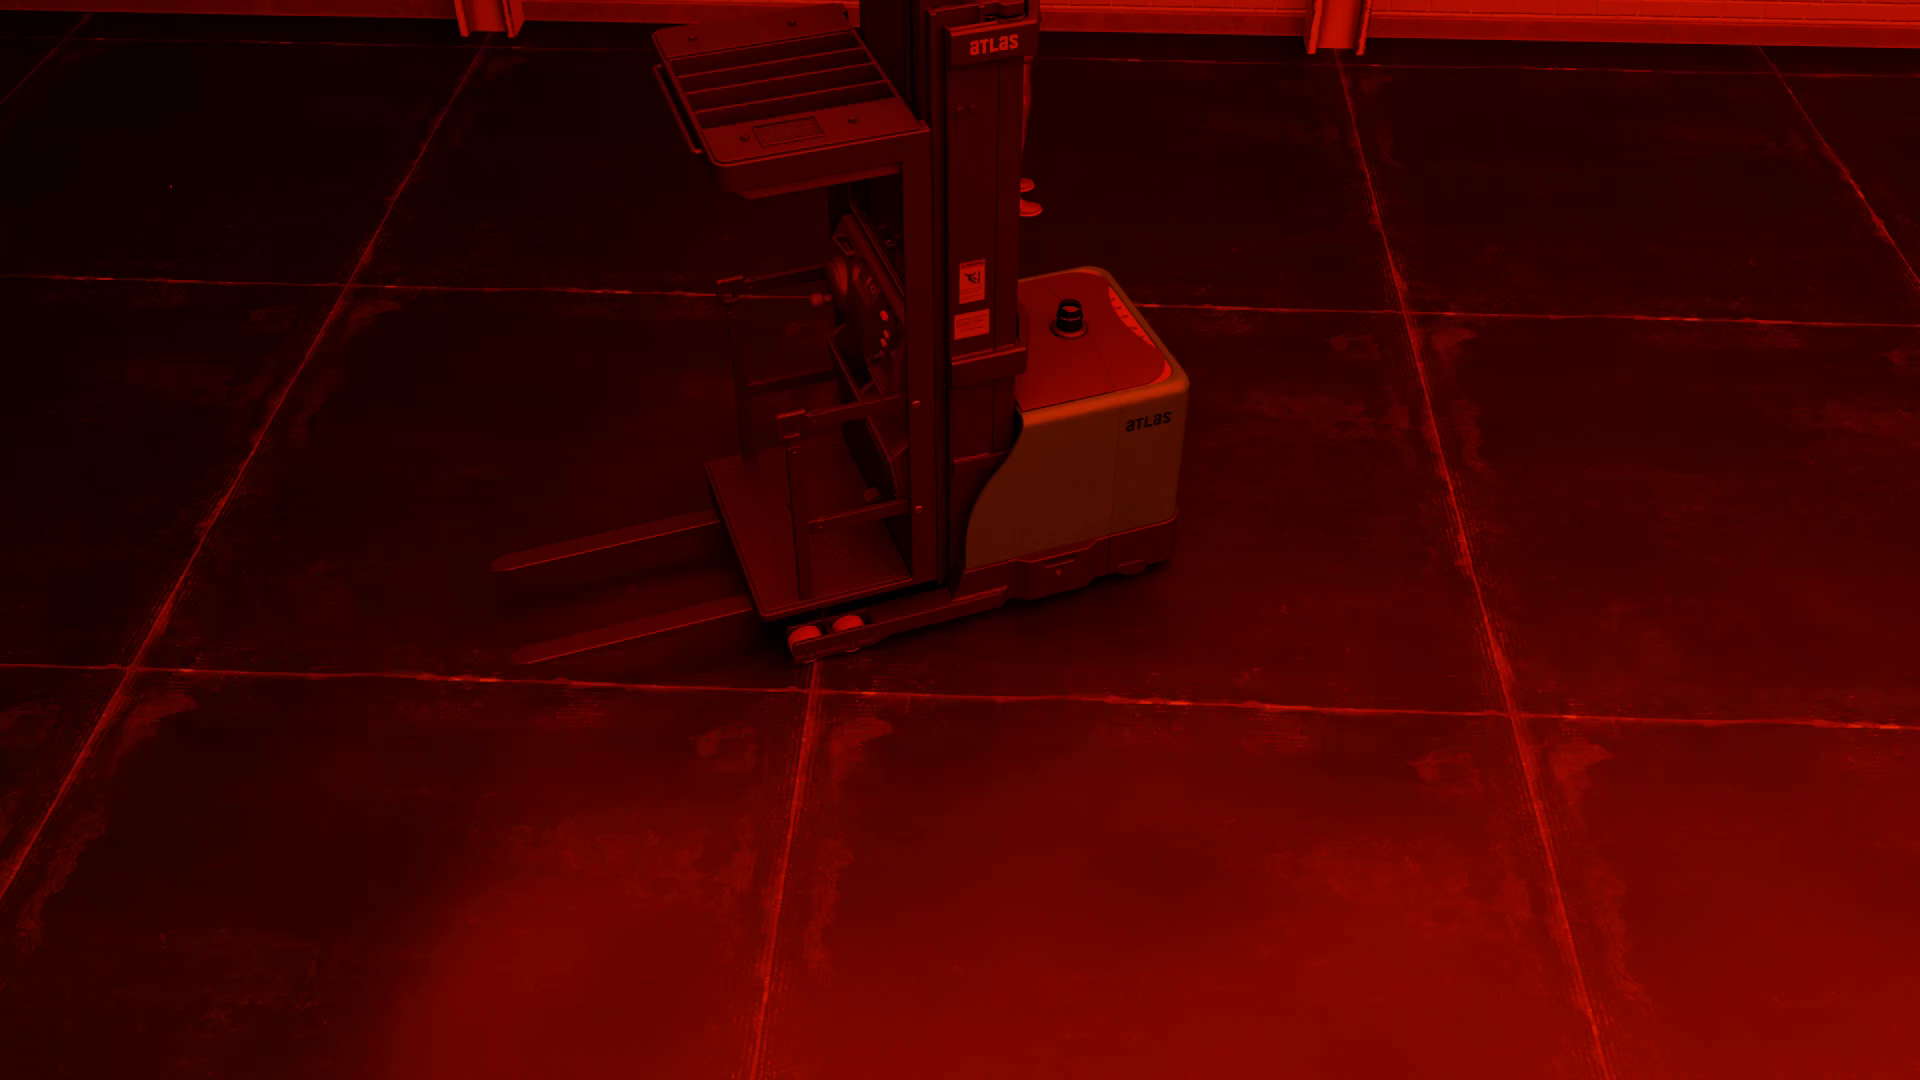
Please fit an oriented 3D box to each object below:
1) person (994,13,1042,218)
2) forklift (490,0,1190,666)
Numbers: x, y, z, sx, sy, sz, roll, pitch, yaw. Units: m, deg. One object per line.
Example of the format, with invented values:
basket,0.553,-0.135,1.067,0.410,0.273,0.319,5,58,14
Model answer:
person,0.330,-2.703,9.651,0.314,1.660,0.450,-3,42,-3
forklift,-0.573,-0.945,6.778,3.031,2.935,1.130,-13,44,-14
